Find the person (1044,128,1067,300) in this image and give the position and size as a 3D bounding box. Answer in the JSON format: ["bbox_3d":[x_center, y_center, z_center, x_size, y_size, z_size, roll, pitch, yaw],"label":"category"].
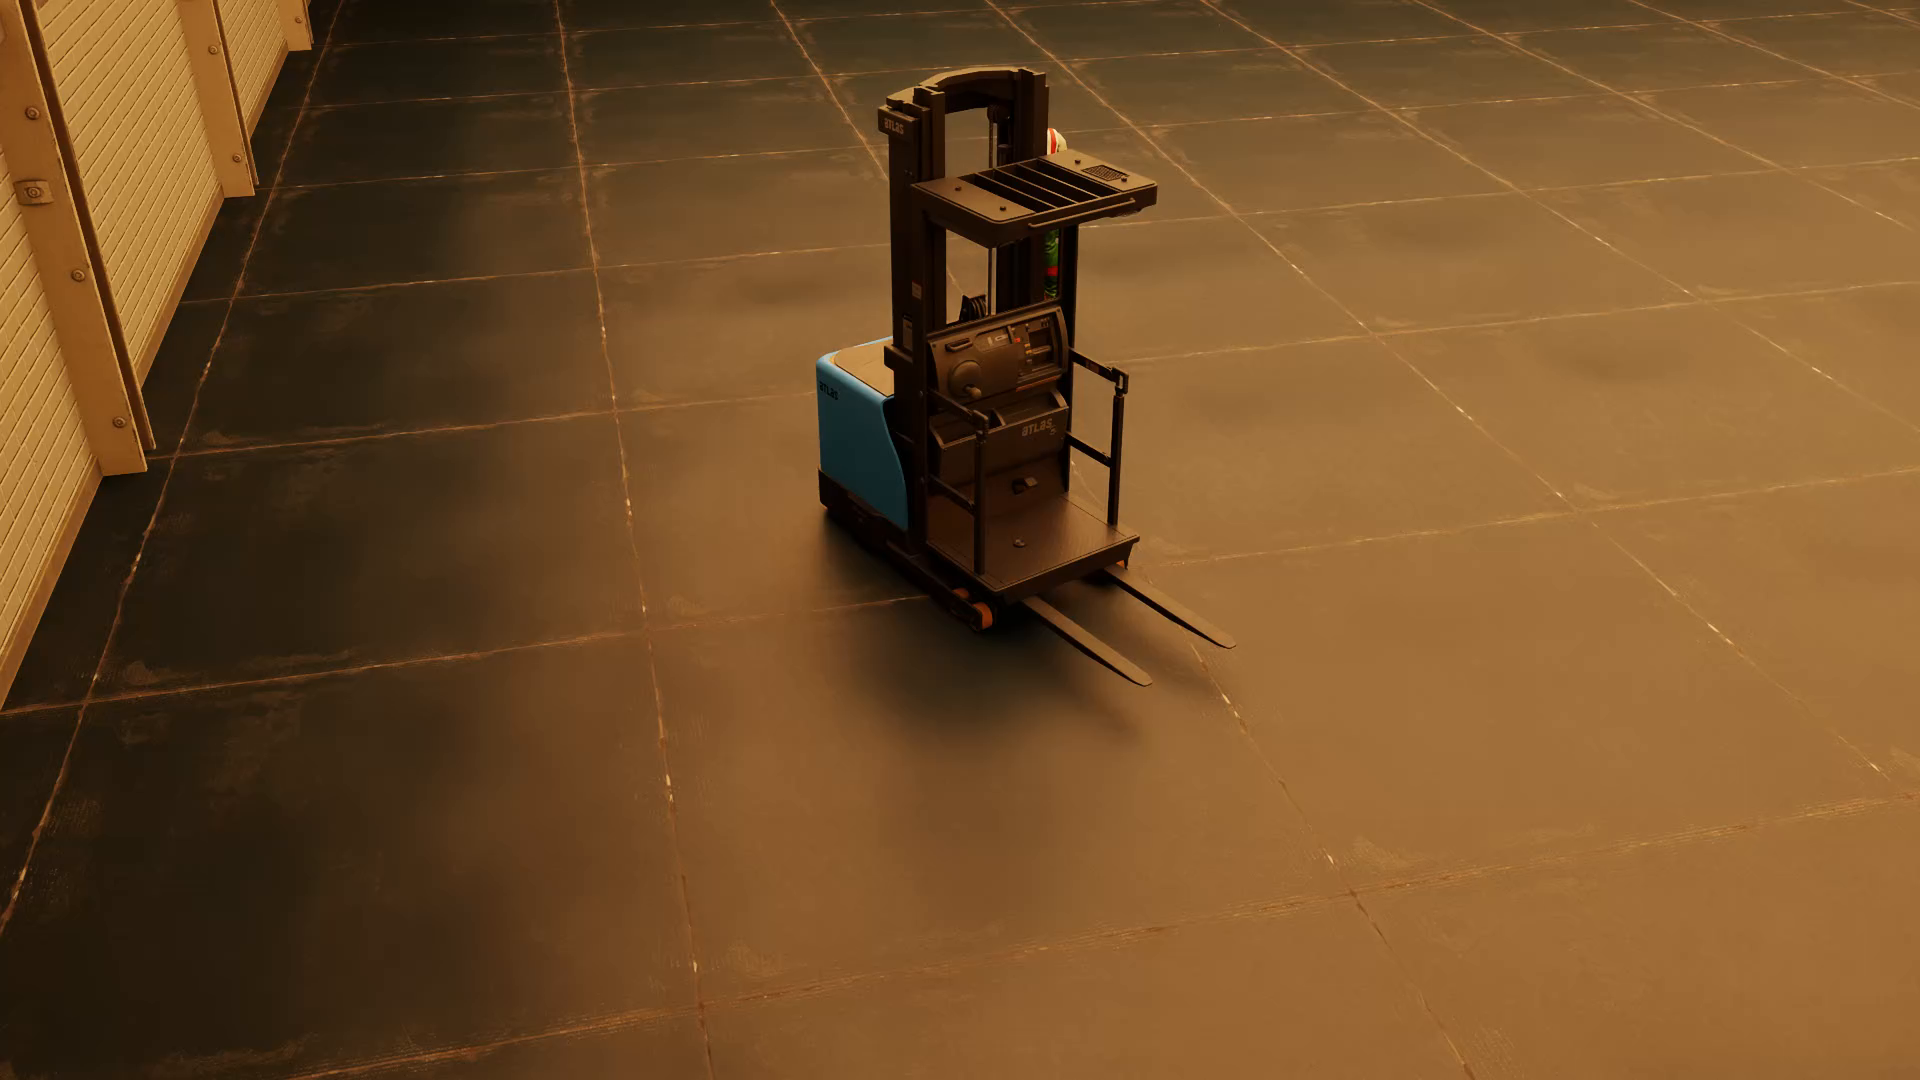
[{"bbox_3d":[0.566,-2.748,13.446,0.638,1.787,0.565,-7,31,-12],"label":"person"}]

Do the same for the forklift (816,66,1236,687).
[{"bbox_3d":[0.355,-1.021,9.338,1.130,2.935,3.031,-20,35,-30],"label":"forklift"}]
